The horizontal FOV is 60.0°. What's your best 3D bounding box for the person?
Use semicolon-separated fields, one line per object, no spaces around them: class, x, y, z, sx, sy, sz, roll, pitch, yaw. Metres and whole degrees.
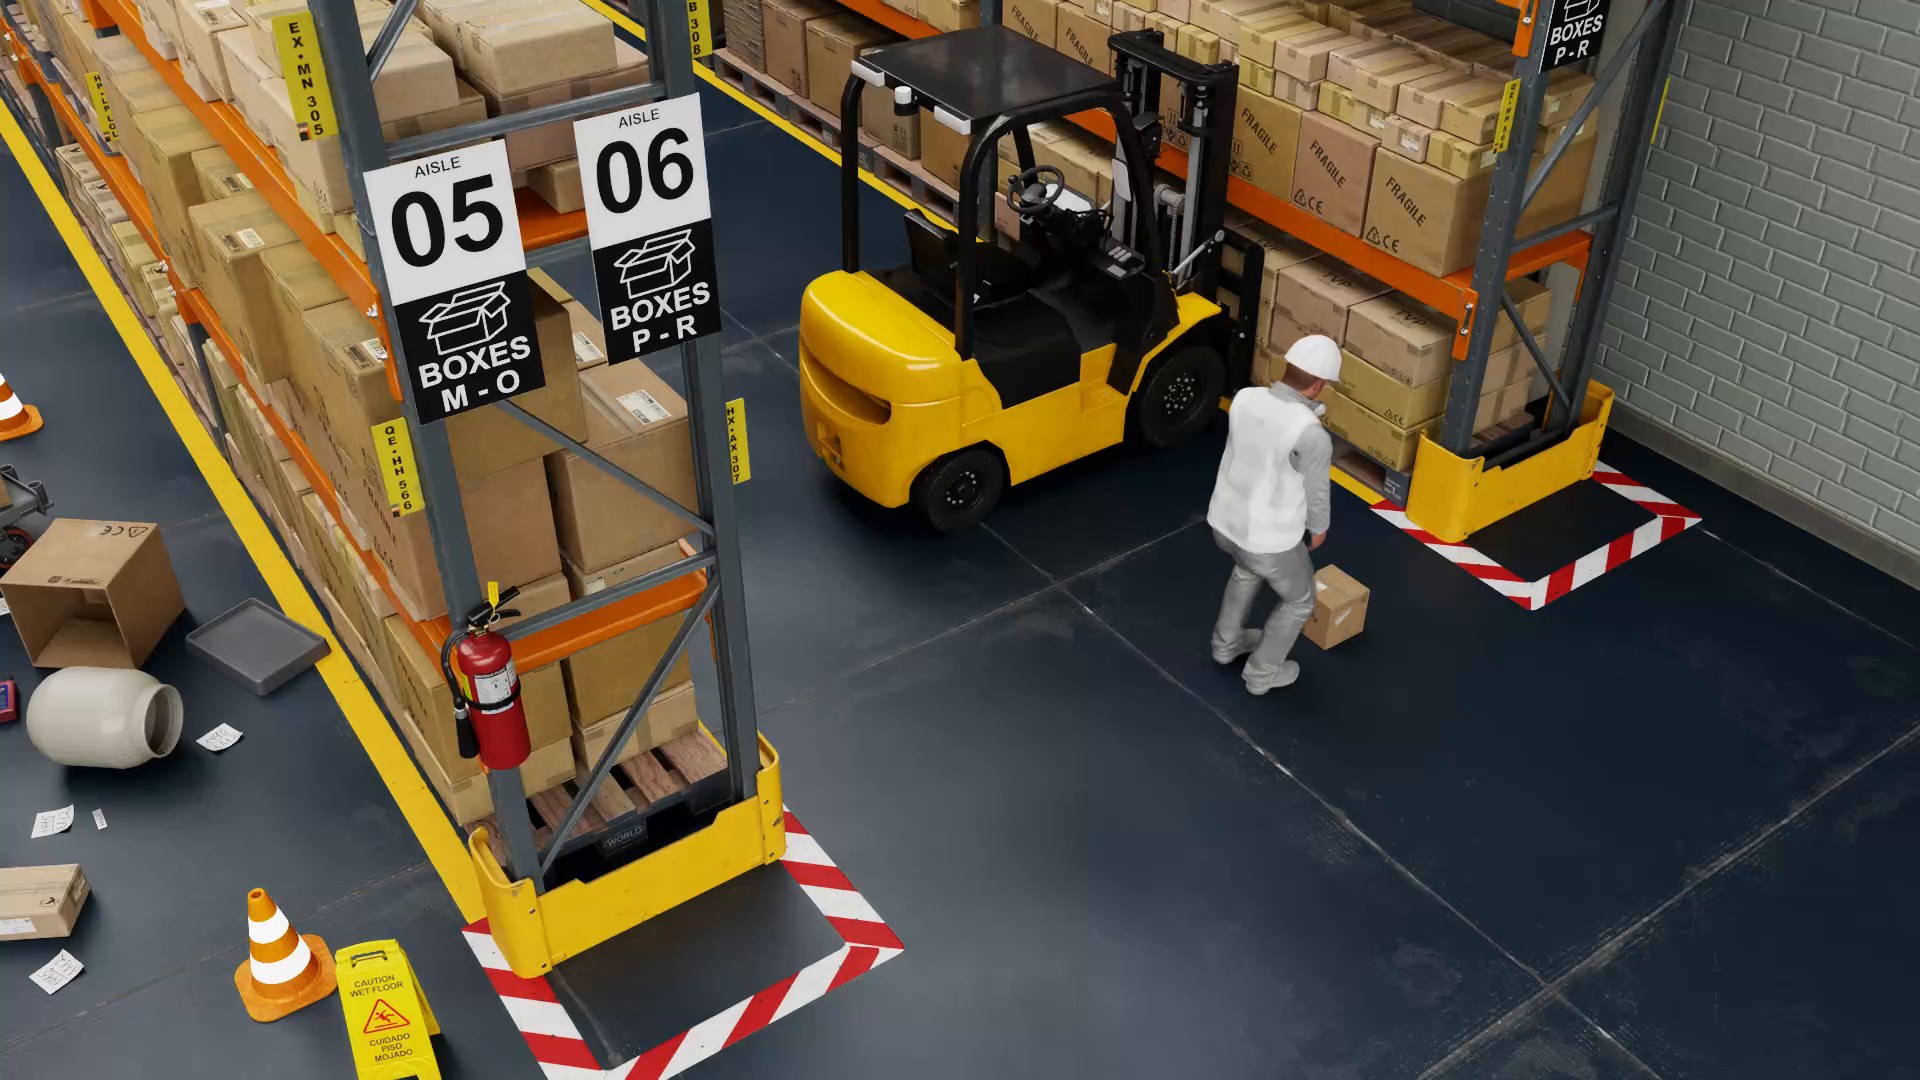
person;1.346;-0.110;7.231;0.559;1.665;0.574;-22;41;-27
